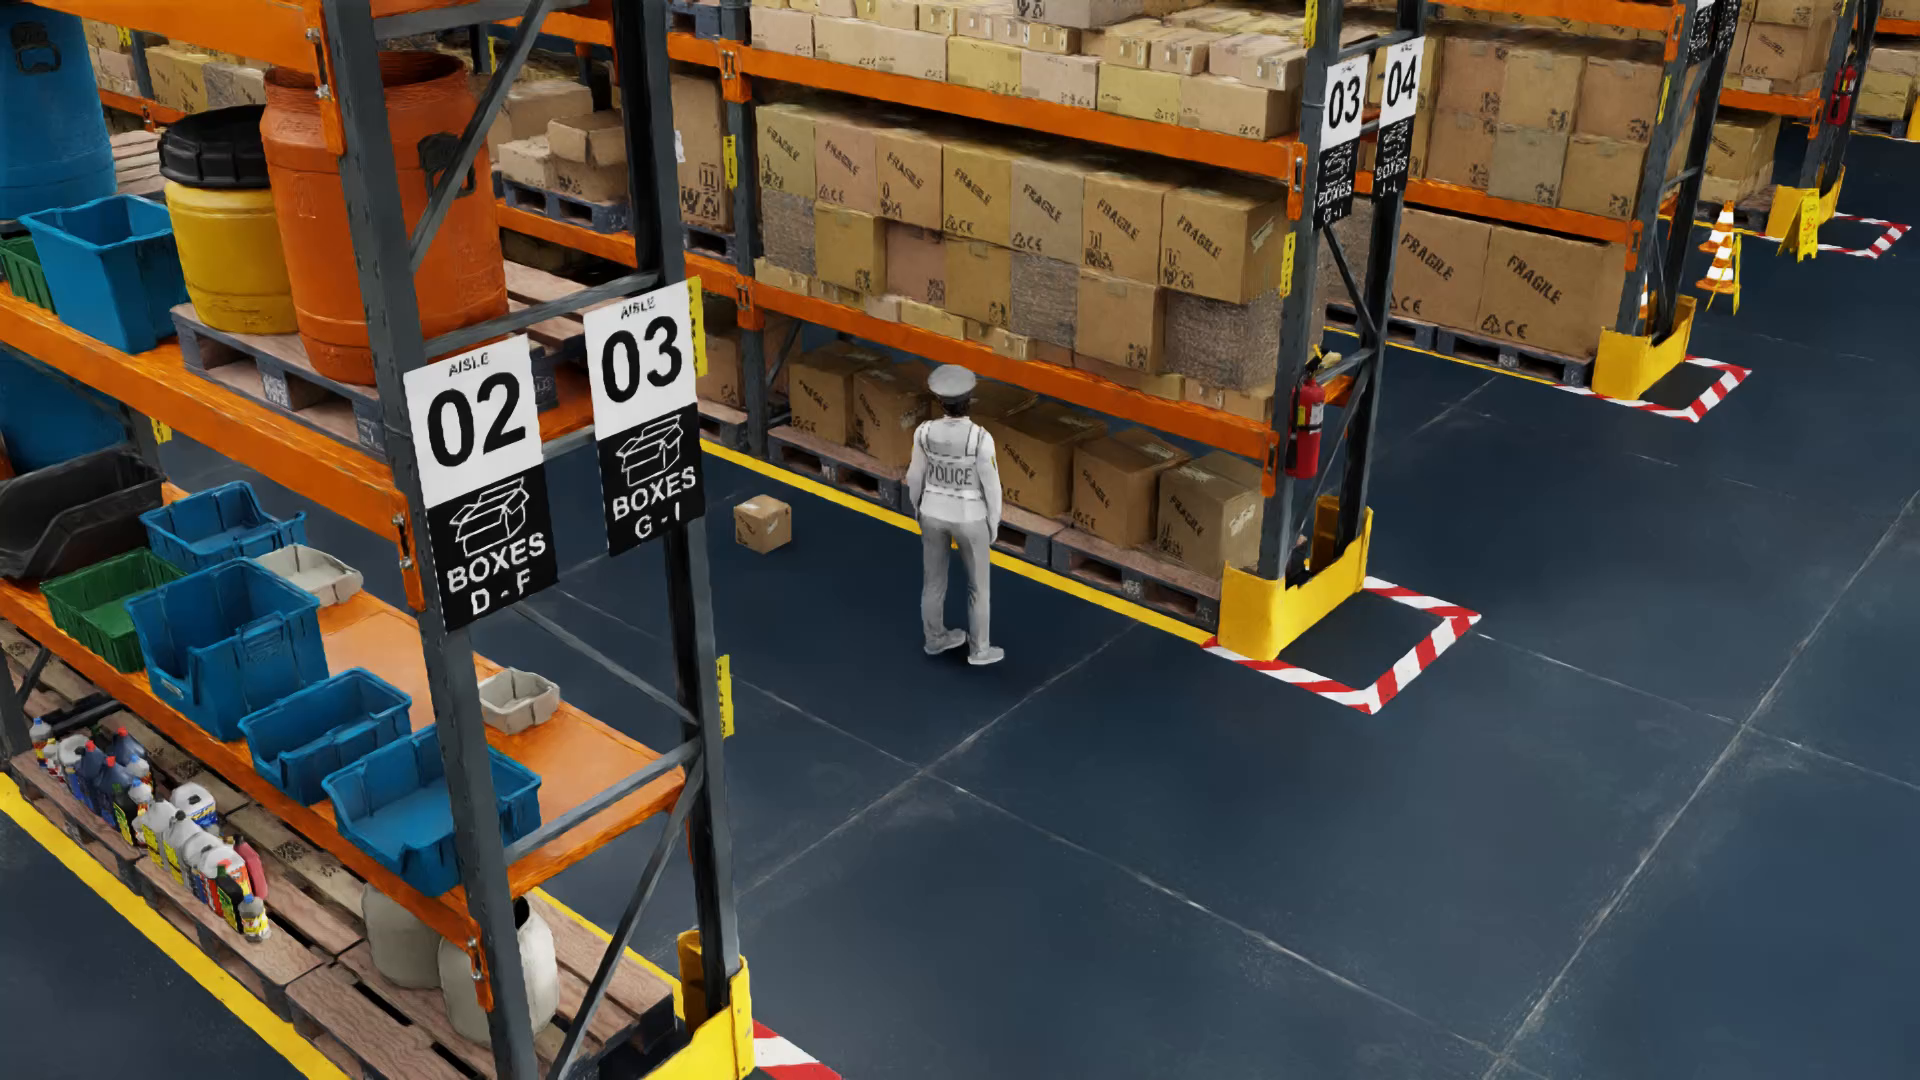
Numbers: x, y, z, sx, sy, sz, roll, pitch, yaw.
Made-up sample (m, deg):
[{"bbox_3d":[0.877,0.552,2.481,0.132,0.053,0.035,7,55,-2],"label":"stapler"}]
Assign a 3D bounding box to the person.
[{"bbox_3d":[-0.019,-0.097,8.797,0.531,1.719,0.374,9,29,17],"label":"person"}]
